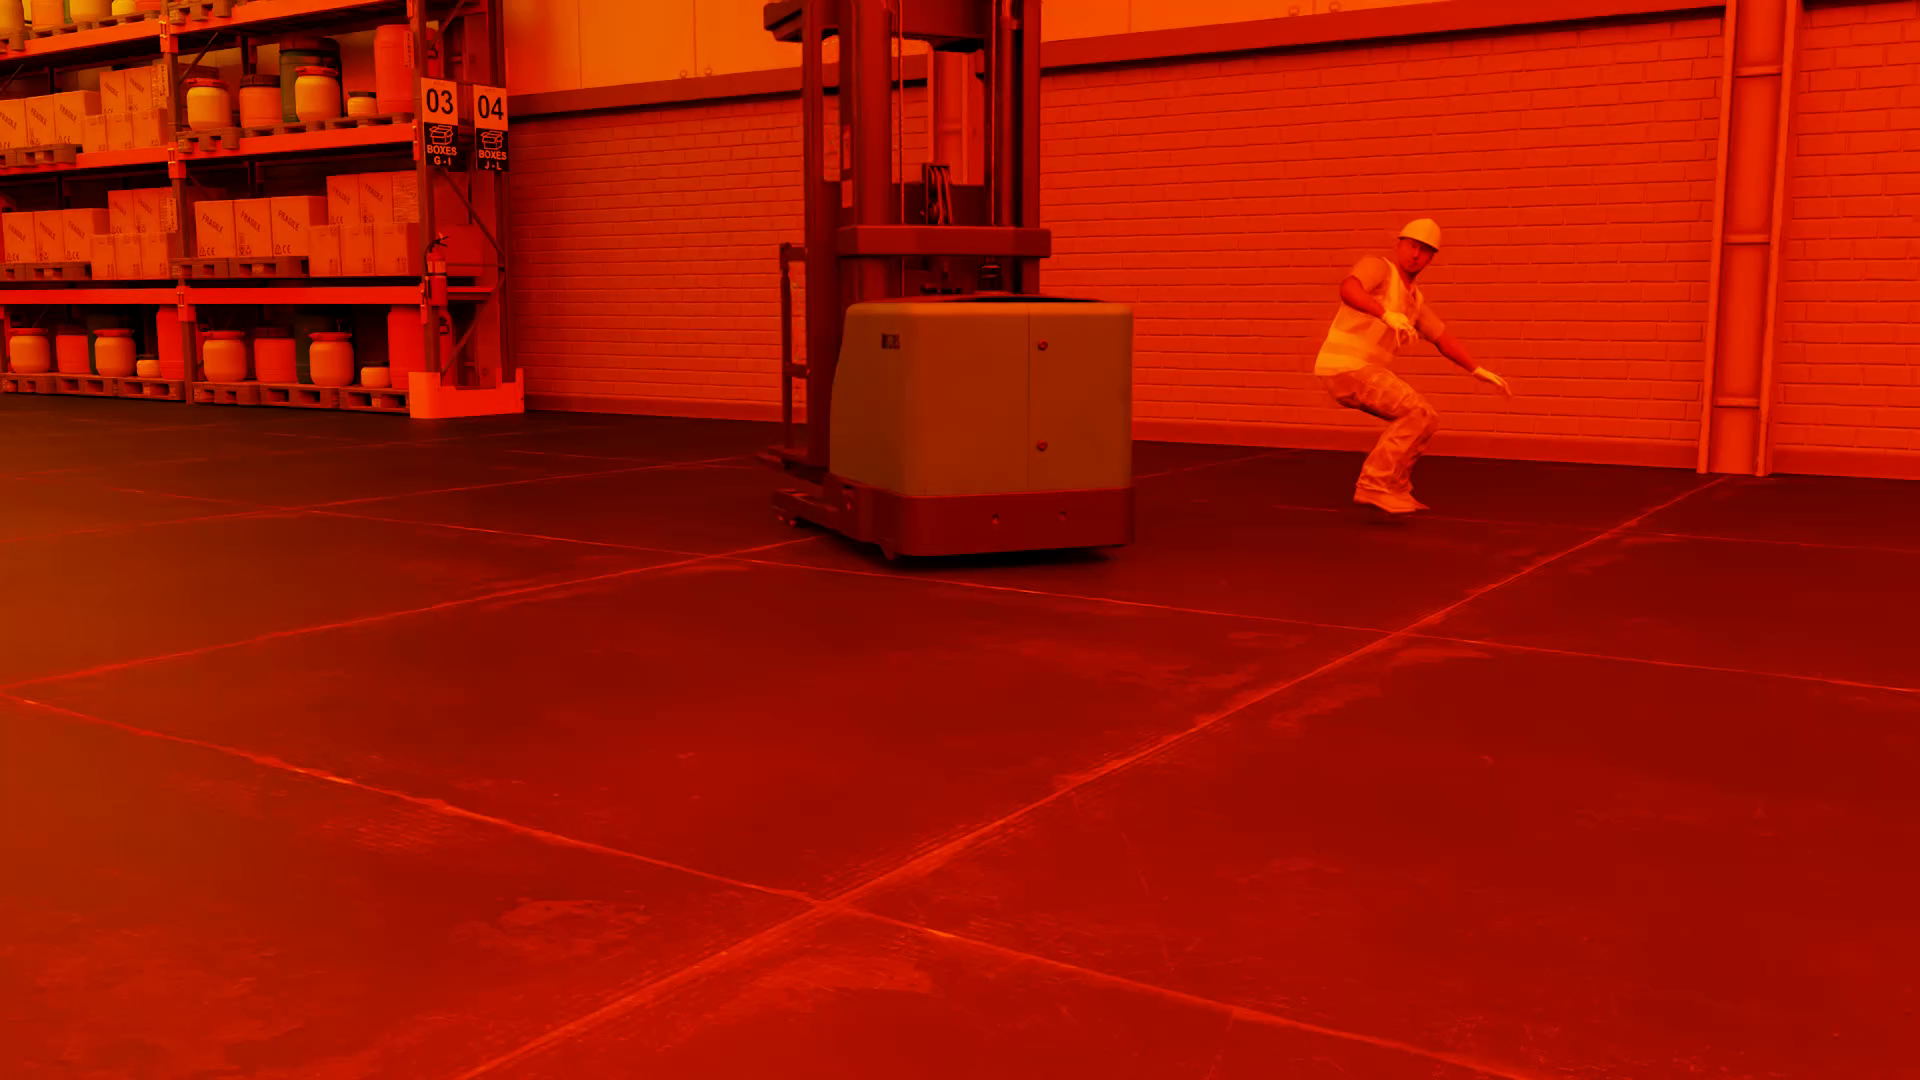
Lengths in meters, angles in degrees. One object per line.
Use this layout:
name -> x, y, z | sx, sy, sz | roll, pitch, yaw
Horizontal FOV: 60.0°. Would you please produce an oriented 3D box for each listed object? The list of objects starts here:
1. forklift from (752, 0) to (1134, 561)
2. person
forklift -> -0.290, -1.535, 7.986 | 1.130, 2.935, 3.031 | -3, 9, -22
person -> 2.254, -0.838, 8.348 | 0.879, 1.529, 0.865 | 4, 9, 28
